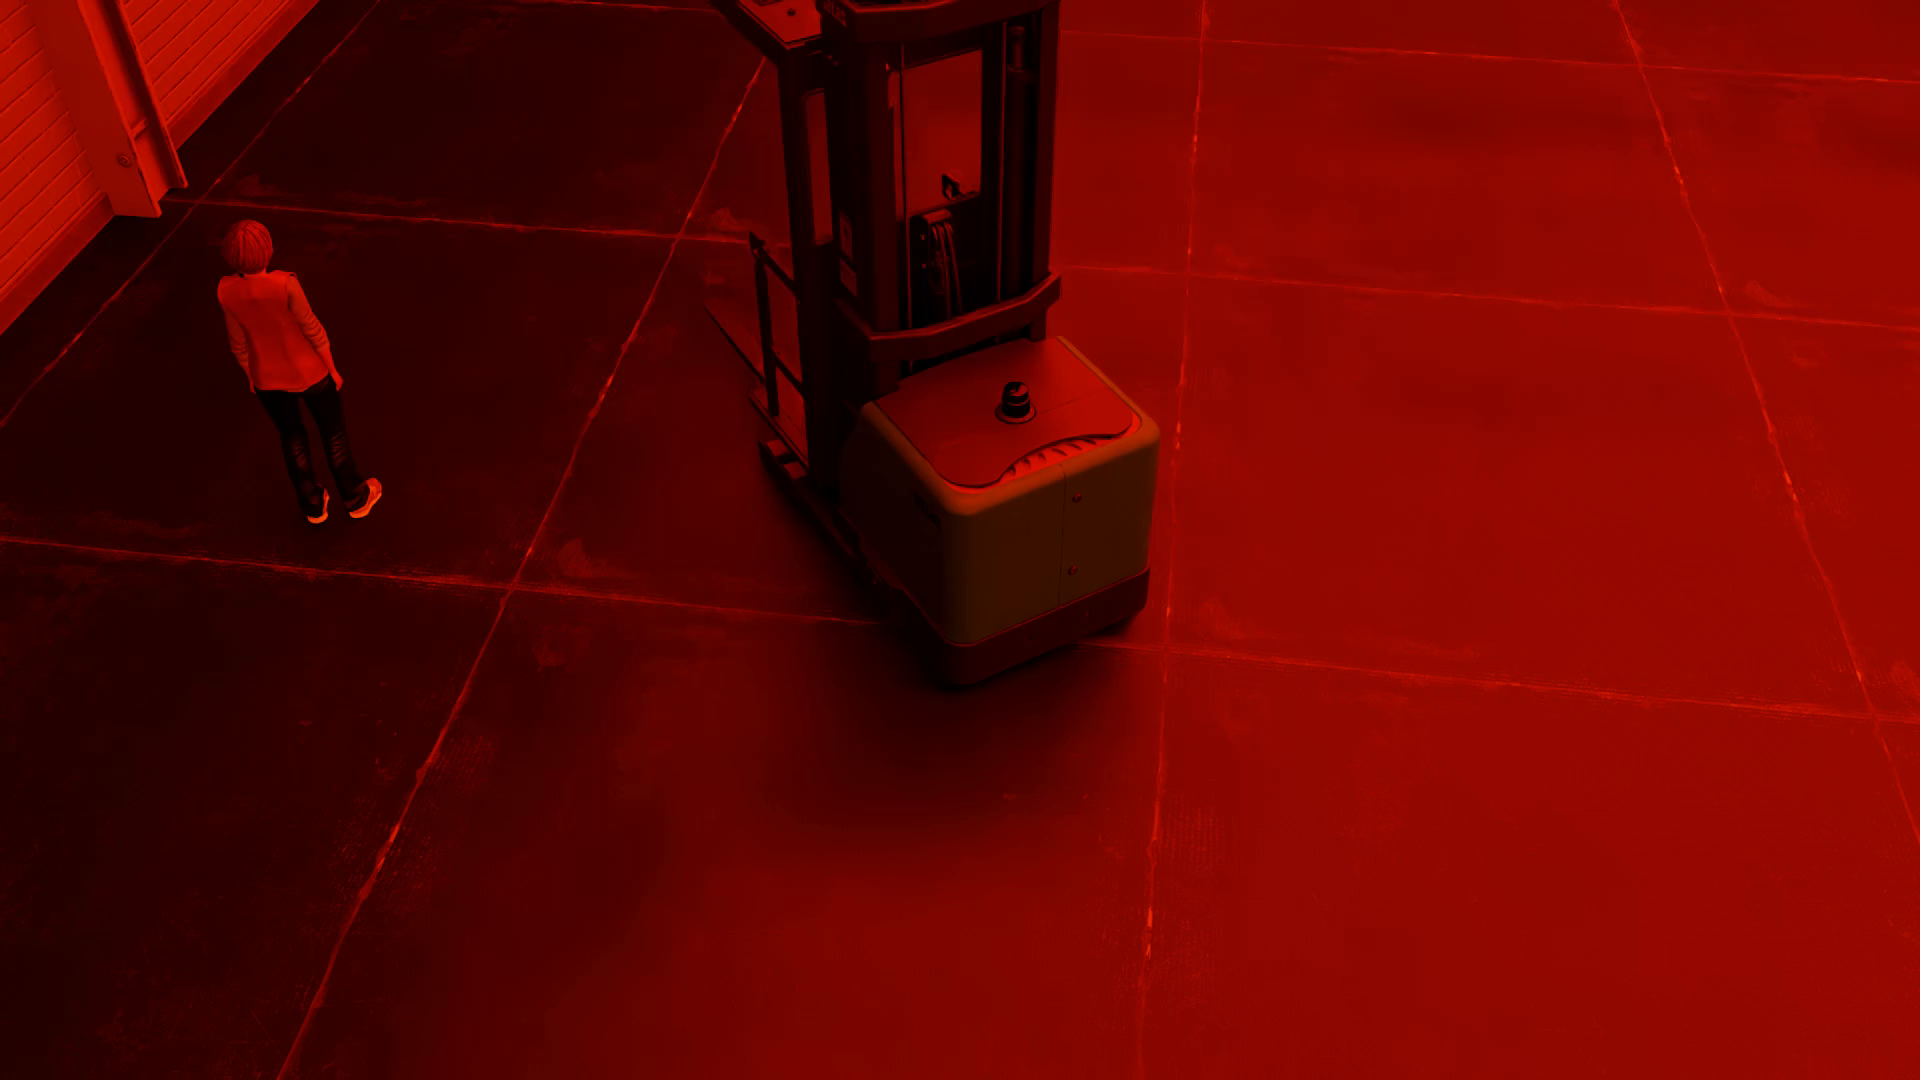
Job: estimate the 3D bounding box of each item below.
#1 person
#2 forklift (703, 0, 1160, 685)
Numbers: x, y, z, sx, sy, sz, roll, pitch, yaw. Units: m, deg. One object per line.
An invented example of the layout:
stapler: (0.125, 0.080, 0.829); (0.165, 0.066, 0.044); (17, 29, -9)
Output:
person: (-3.015, -0.745, 7.520); (0.414, 1.604, 0.315); (-4, 43, -4)
forklift: (-0.337, -1.443, 7.295); (1.130, 2.935, 3.031); (-22, 47, -22)
